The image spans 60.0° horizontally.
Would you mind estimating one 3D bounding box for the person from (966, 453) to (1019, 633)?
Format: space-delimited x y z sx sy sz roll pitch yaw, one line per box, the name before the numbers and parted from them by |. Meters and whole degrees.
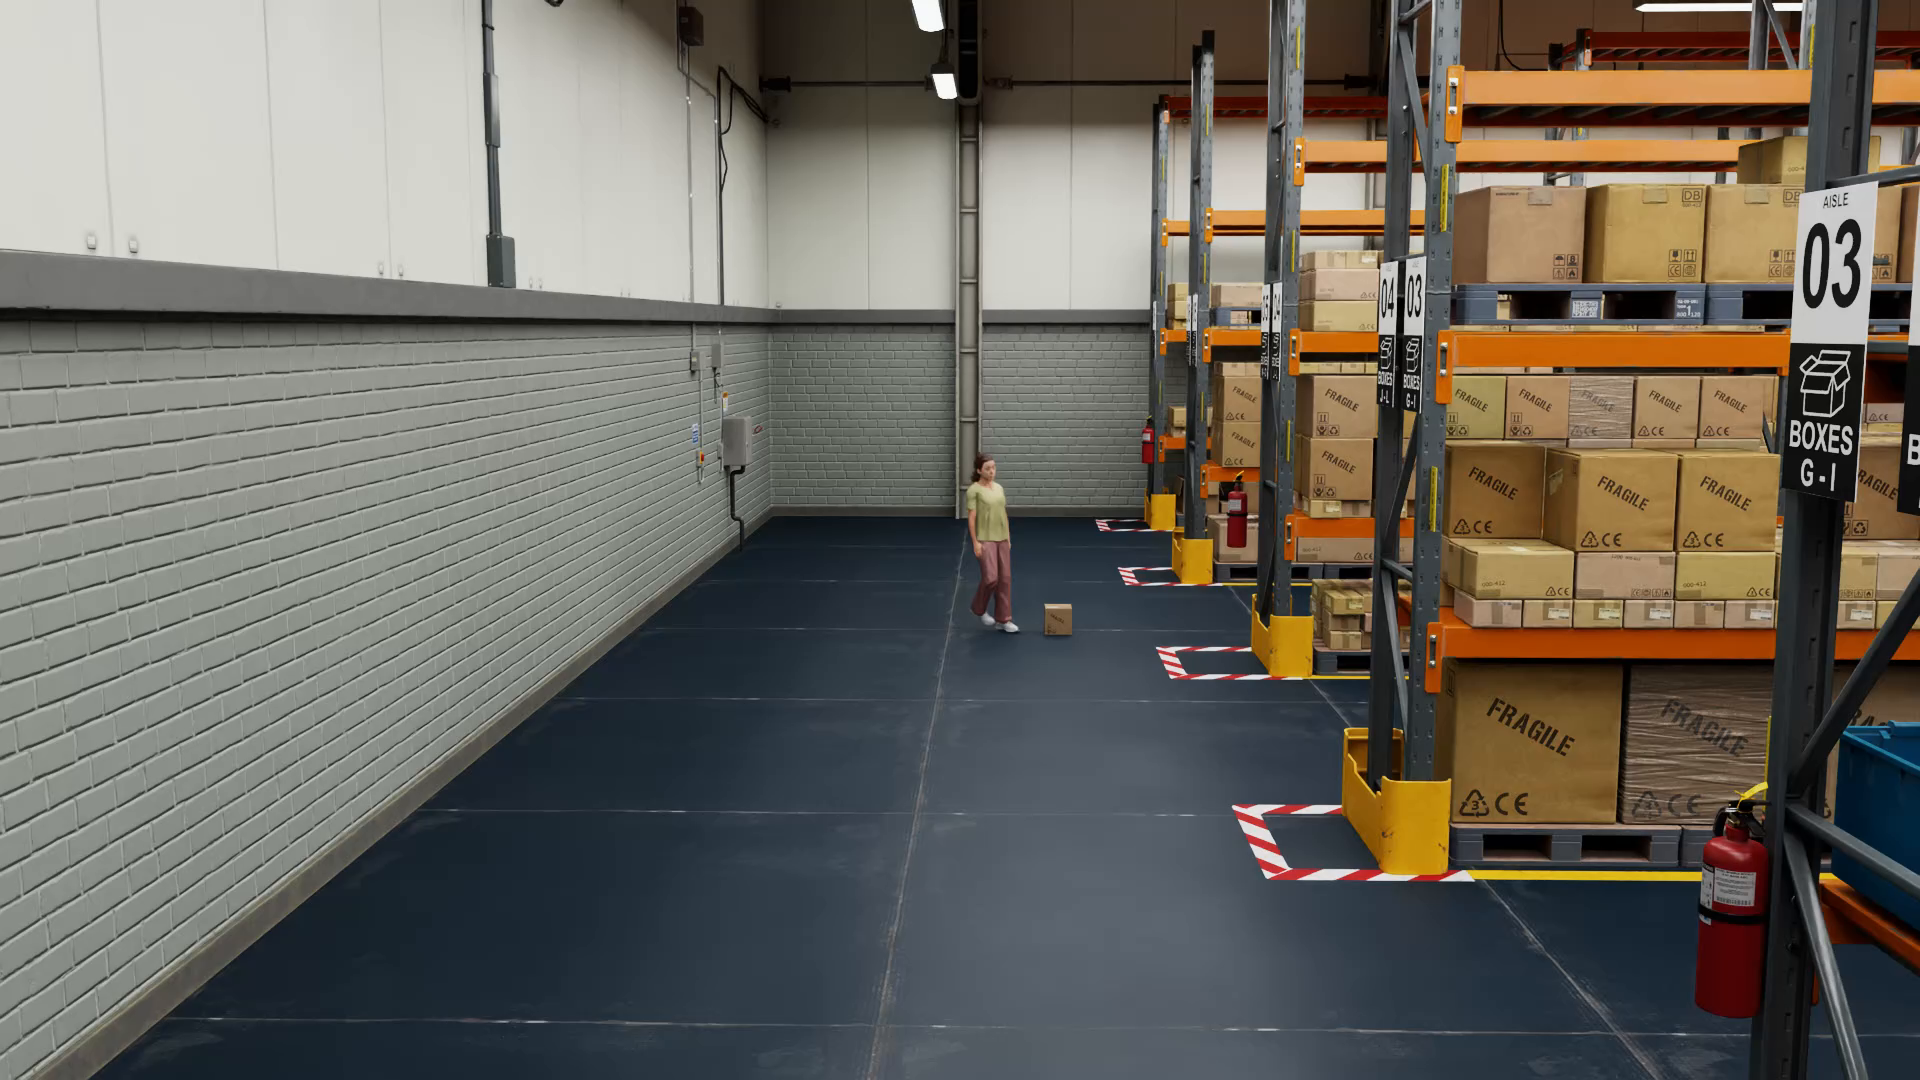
person | 0.308 0.028 15.553 0.469 1.668 0.504 -6 10 -40
